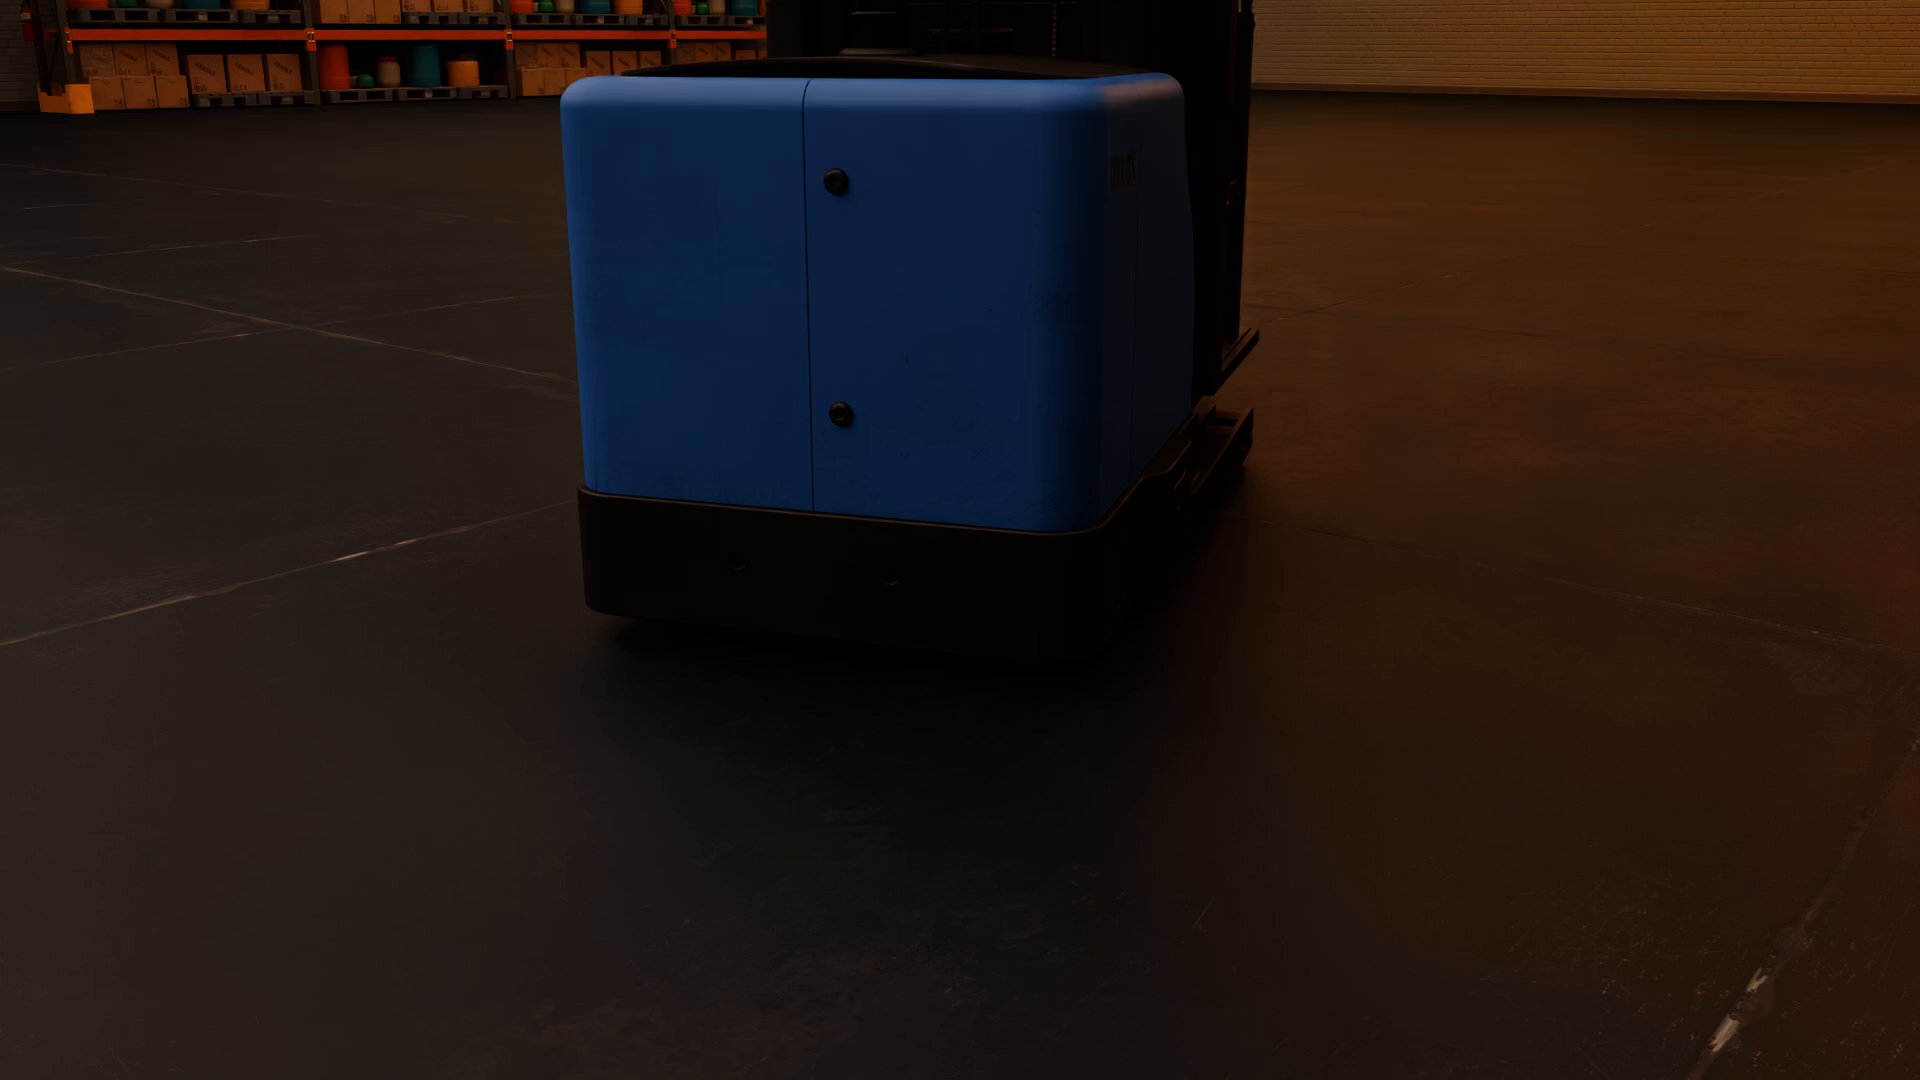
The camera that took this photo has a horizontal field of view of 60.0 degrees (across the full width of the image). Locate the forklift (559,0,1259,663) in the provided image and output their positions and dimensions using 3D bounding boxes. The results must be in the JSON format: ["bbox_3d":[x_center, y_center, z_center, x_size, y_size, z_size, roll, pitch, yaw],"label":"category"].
[{"bbox_3d":[0.182,-1.571,4.072,1.130,2.935,3.031,5,18,17],"label":"forklift"}]
